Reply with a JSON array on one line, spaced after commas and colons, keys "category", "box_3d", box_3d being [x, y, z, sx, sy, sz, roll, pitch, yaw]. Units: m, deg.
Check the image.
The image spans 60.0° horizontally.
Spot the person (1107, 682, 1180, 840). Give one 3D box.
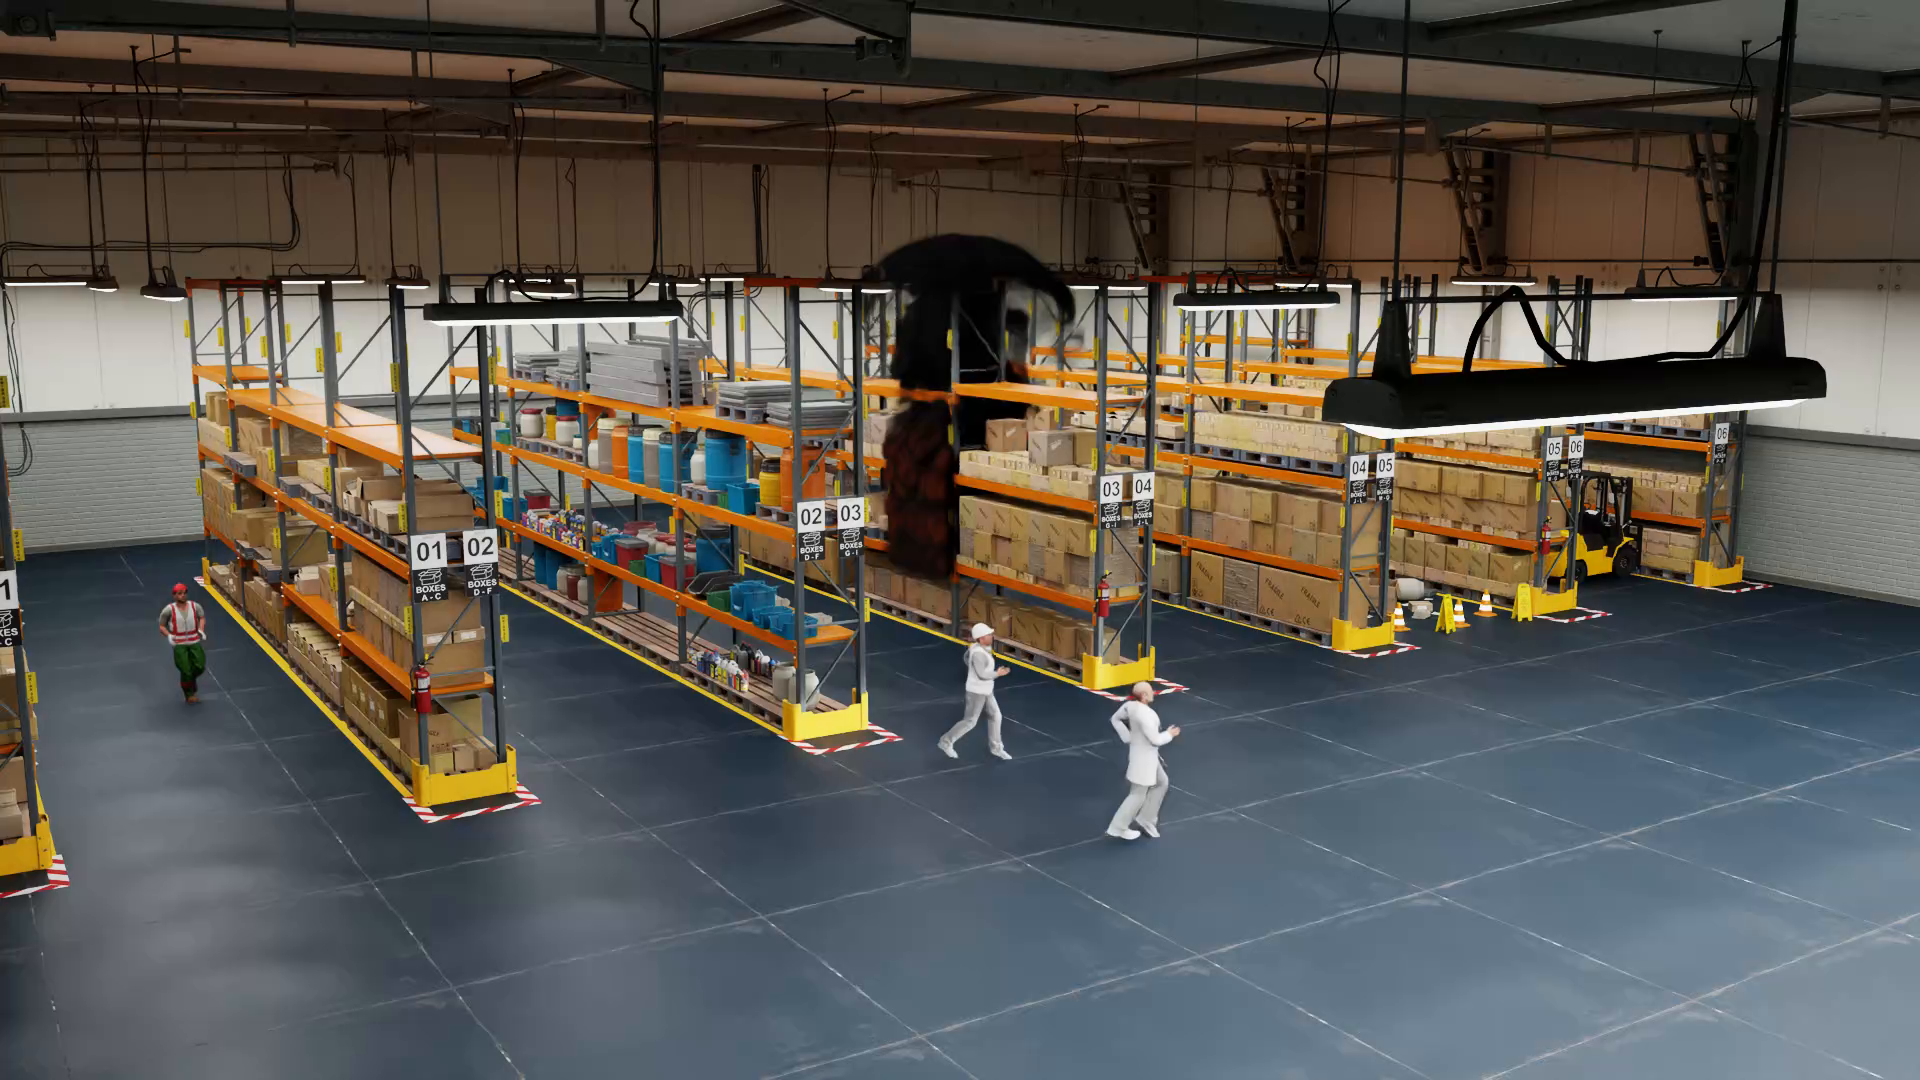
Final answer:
[{"category": "person", "box_3d": [2.006, 2.441, 18.209, 0.812, 1.834, 0.672, -1, 10, -6]}]

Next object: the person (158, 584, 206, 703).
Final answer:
[{"category": "person", "box_3d": [-11.160, 1.483, 23.949, 0.636, 1.740, 0.586, -8, 12, -38]}]

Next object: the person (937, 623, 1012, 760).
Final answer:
[{"category": "person", "box_3d": [0.194, 1.941, 21.150, 0.943, 1.812, 0.665, 1, 10, 5]}]
